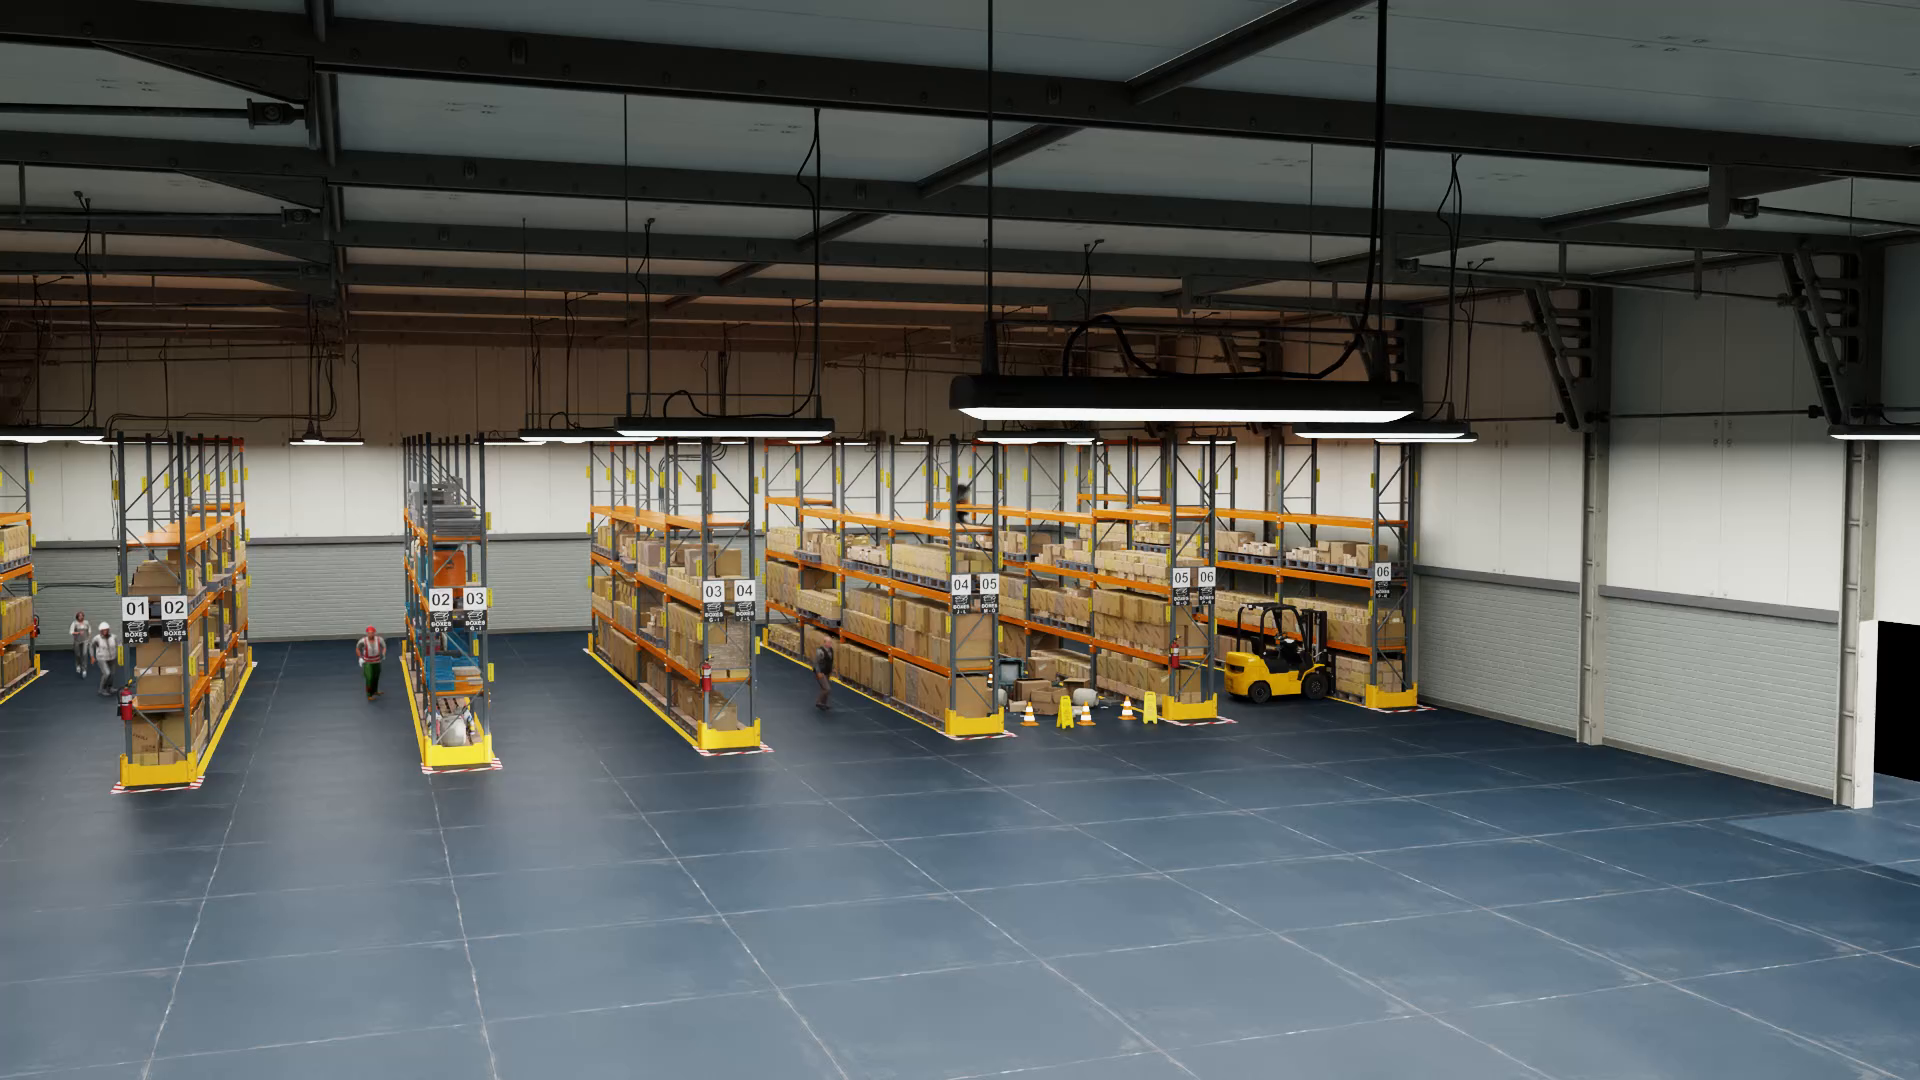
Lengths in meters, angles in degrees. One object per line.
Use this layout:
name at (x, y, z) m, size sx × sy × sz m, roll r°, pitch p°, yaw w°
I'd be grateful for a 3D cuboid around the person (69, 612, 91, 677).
person at (-22.038, 2.640, 41.677) m, size 0.506 × 1.507 × 0.861 m, roll -2°, pitch 4°, yaw -33°

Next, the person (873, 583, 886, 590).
person at (-2.531, 1.915, 52.762) m, size 0.768 × 1.845 × 0.678 m, roll -2°, pitch 4°, yaw -37°

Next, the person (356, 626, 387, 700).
person at (-13.353, 2.784, 37.831) m, size 0.692 × 1.702 × 0.924 m, roll -3°, pitch 4°, yaw -41°

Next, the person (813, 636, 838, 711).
person at (-2.981, 2.900, 36.176) m, size 0.572 × 1.651 × 0.656 m, roll 2°, pitch 4°, yaw 27°

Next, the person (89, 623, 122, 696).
person at (-19.749, 2.768, 38.564) m, size 0.812 × 1.737 × 0.654 m, roll 2°, pitch 4°, yaw 30°
